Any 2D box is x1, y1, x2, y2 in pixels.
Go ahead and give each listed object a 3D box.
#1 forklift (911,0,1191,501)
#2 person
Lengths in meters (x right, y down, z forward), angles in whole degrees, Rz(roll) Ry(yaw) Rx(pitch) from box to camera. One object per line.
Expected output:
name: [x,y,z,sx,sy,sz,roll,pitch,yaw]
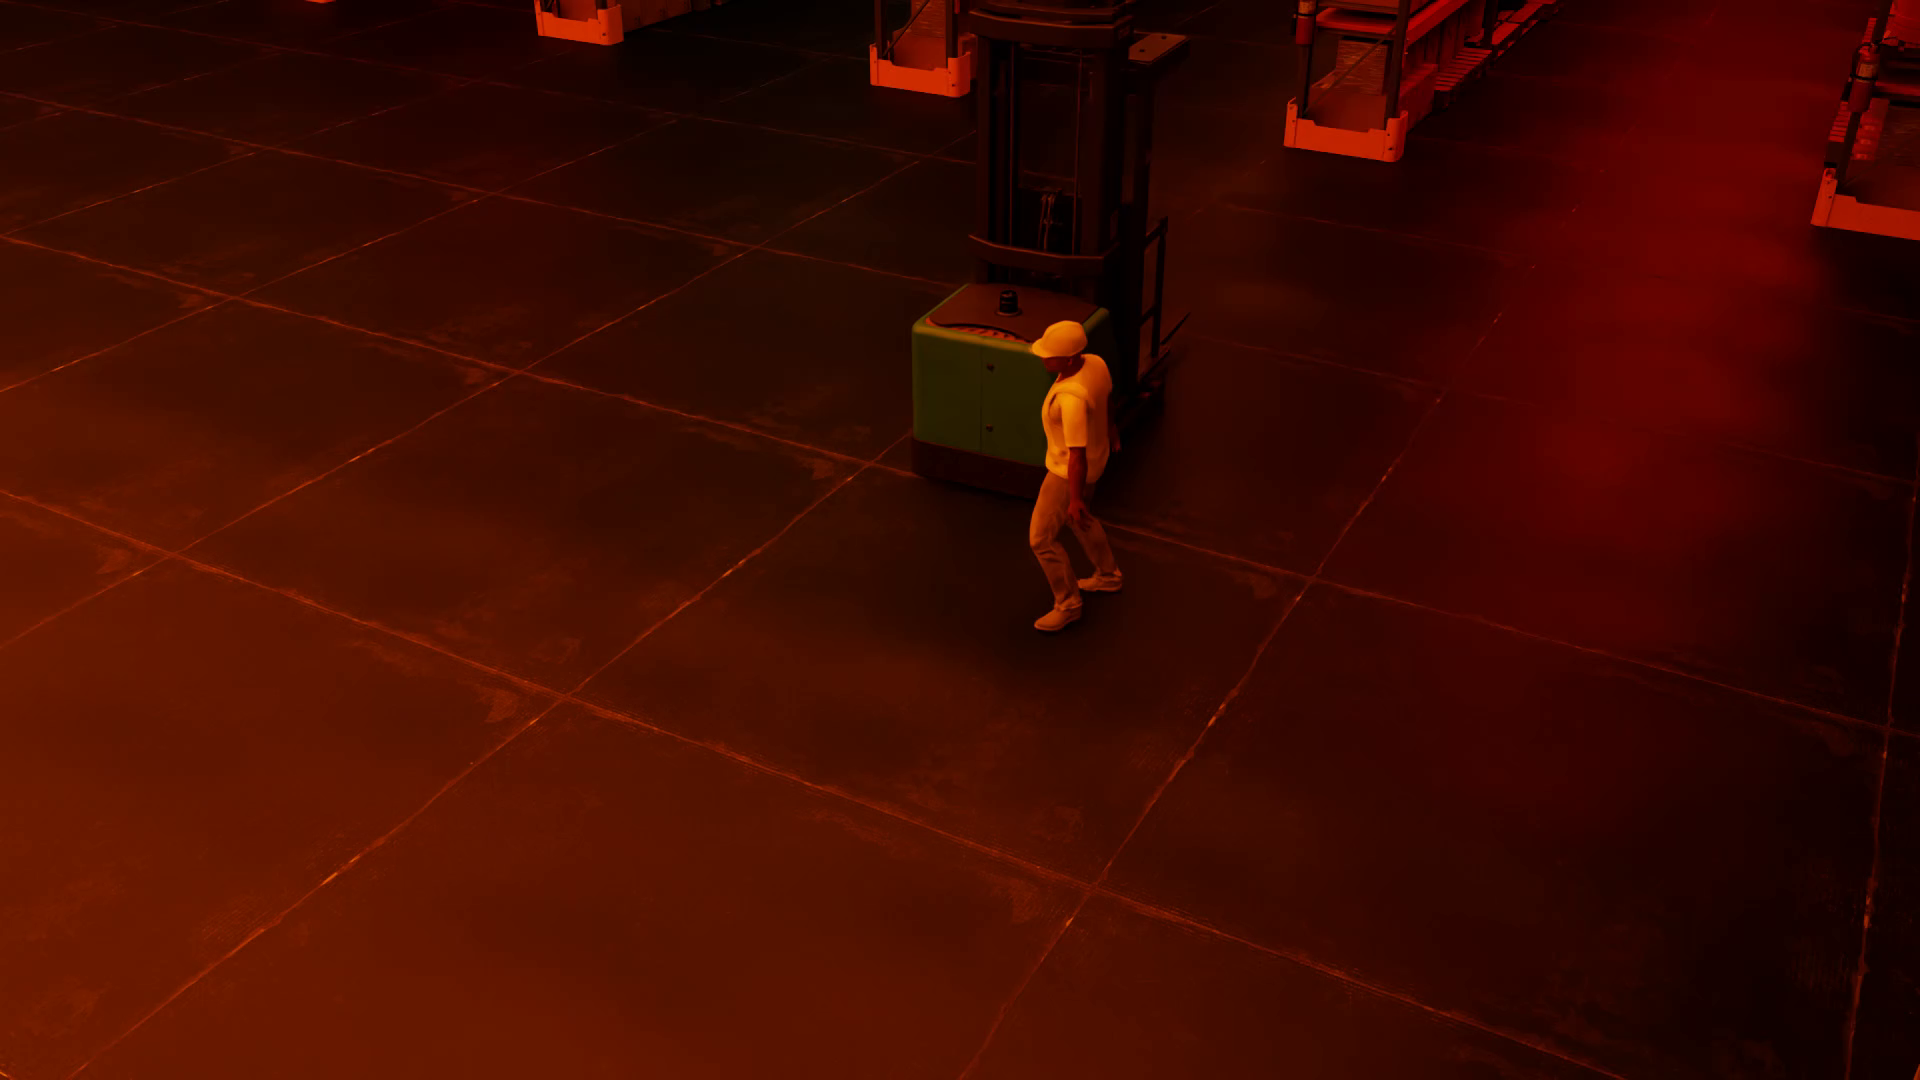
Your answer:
forklift: [0.784,-2.215,10.908,1.130,2.935,3.031,14,33,22]
person: [0.653,-0.411,9.043,0.481,1.737,0.903,11,32,18]
